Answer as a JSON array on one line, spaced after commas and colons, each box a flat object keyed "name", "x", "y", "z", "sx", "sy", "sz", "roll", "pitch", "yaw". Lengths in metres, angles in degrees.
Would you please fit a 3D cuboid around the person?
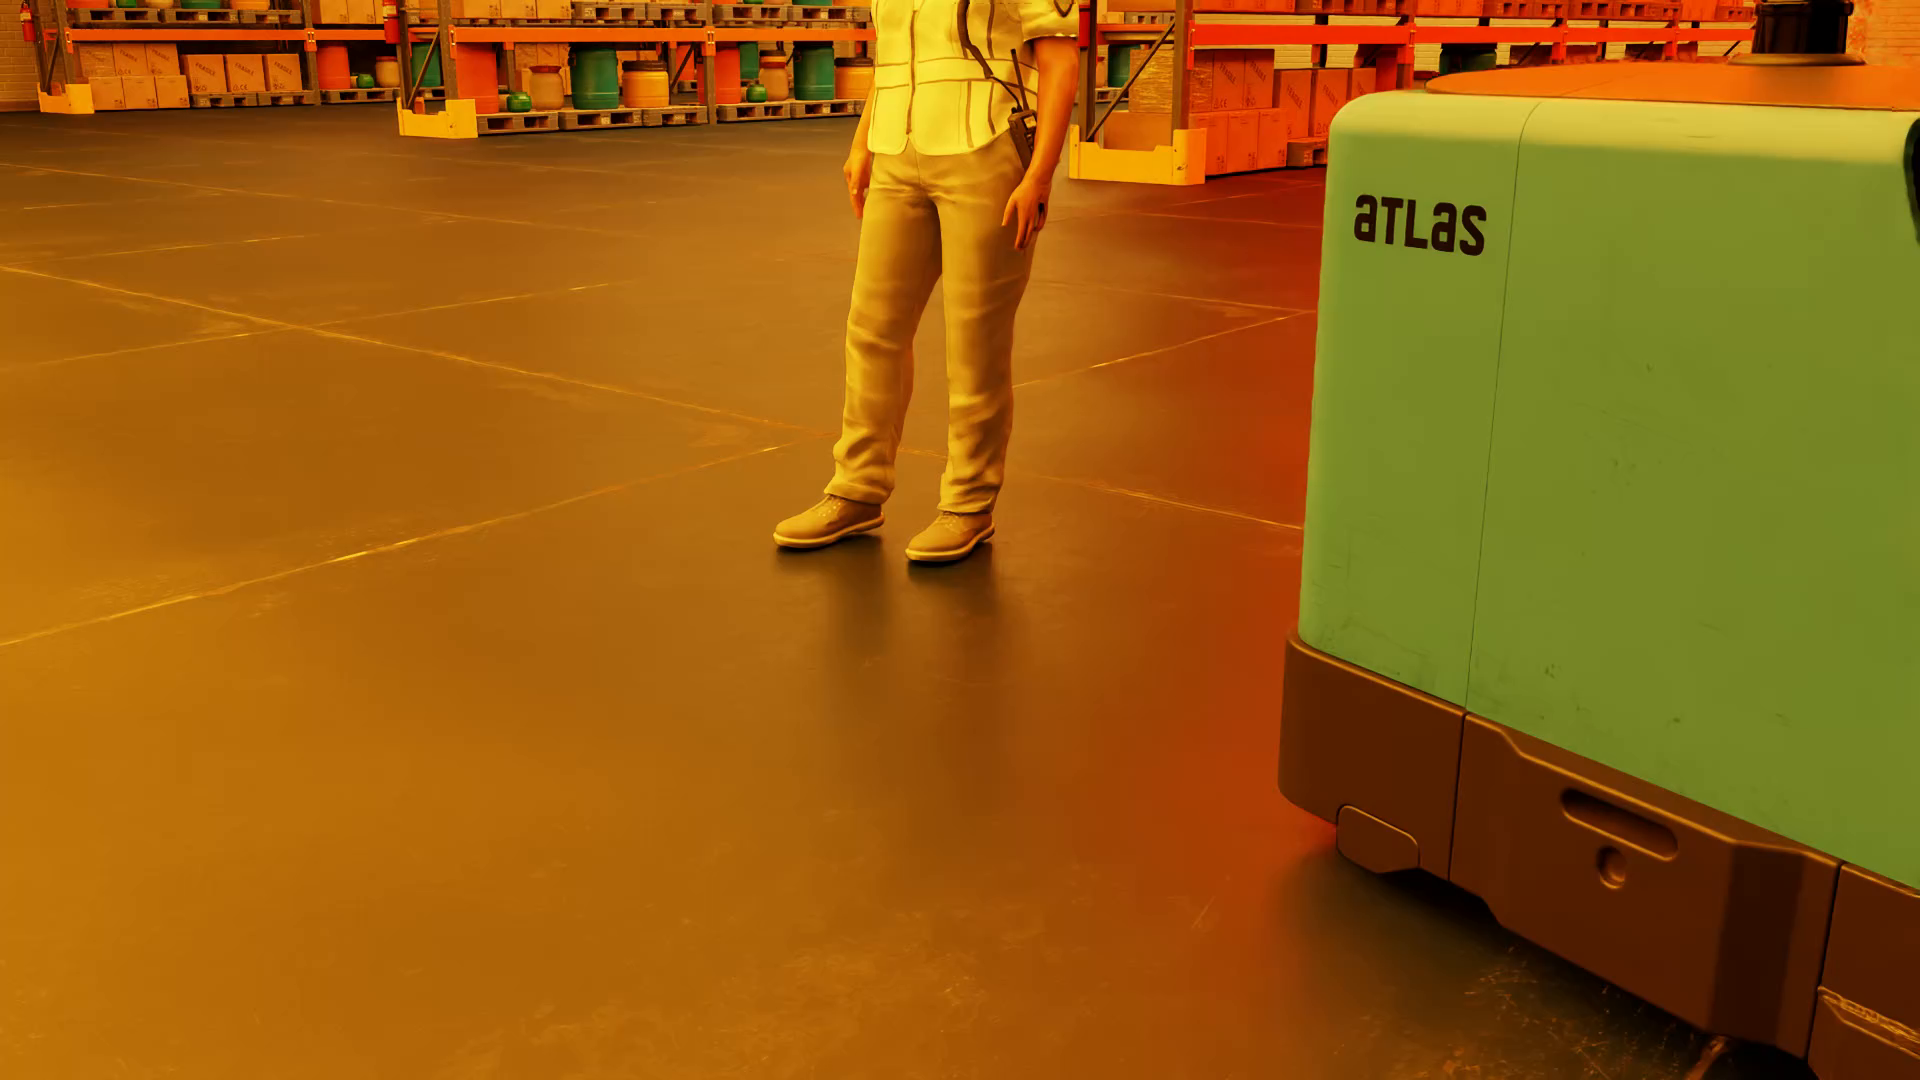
[{"name": "person", "x": -0.071, "y": -0.793, "z": 3.658, "sx": 0.587, "sy": 1.670, "sz": 0.529, "roll": 13, "pitch": 21, "yaw": 37}]

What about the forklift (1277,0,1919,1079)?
[{"name": "forklift", "x": 1.721, "y": -0.694, "z": 1.183, "sx": 1.130, "sy": 2.935, "sz": 3.031, "roll": -11, "pitch": 20, "yaw": -33}]
